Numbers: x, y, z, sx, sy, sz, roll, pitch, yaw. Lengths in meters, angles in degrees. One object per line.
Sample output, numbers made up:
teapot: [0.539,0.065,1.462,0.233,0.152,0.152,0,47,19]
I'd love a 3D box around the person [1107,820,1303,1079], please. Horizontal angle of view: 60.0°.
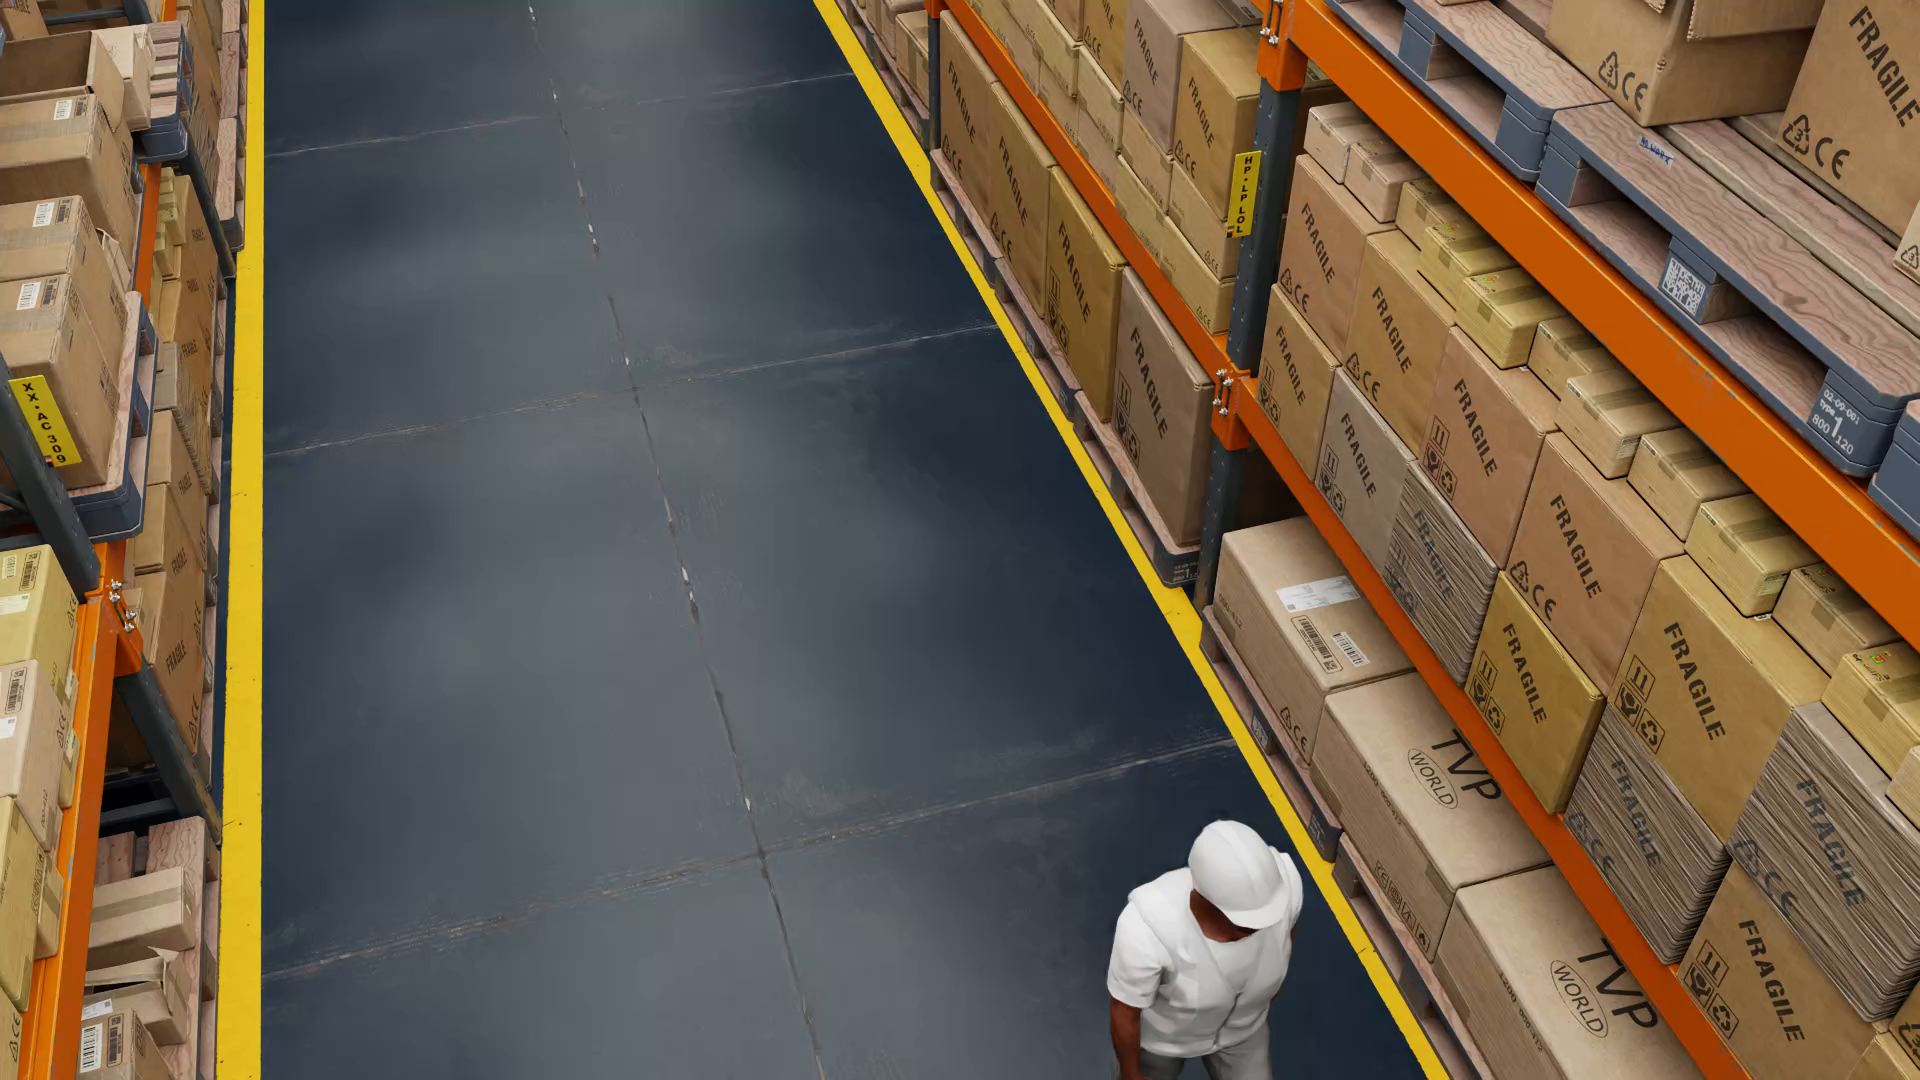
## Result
person: [0.659,1.347,4.684,0.593,1.831,0.624,-11,43,-12]
